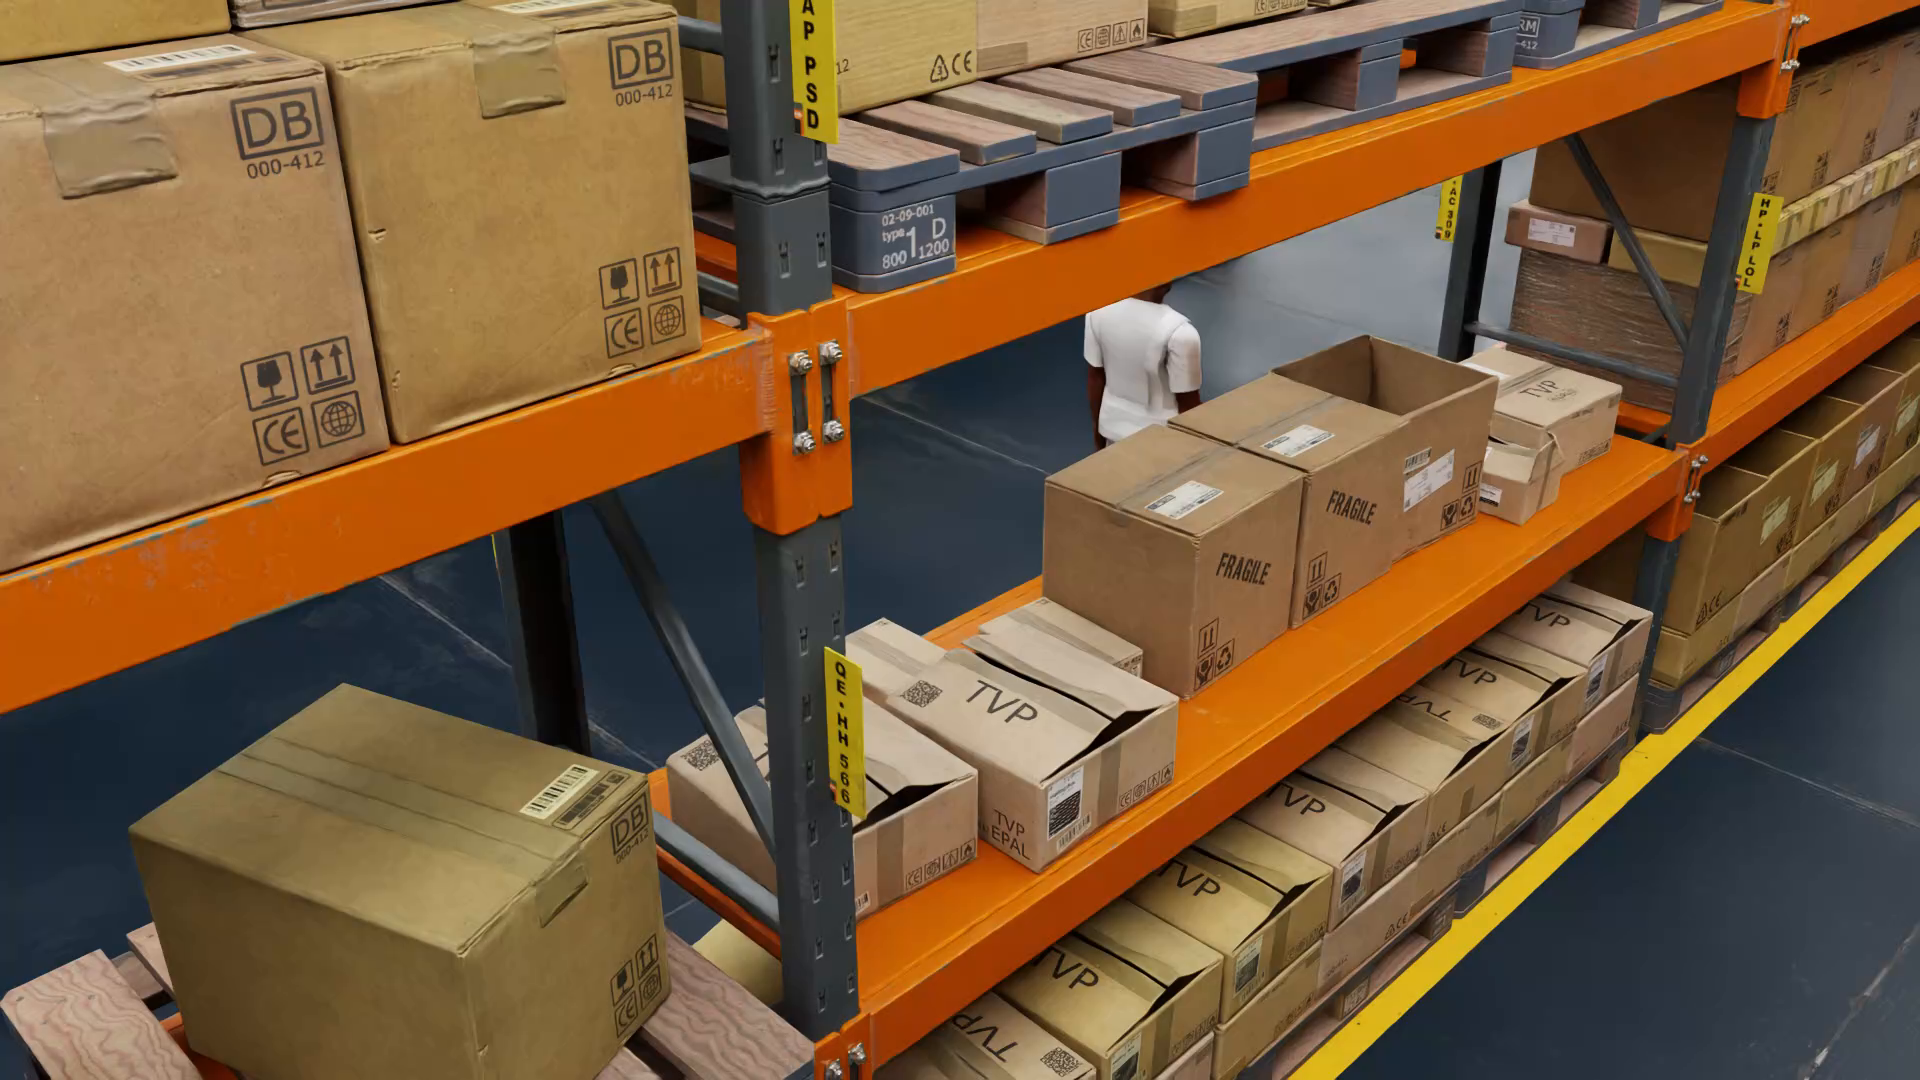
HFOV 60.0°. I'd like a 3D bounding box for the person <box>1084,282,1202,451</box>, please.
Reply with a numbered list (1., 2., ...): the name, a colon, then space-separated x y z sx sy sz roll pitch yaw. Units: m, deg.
1. person: 0.782 -0.405 6.944 0.450 1.834 0.571 -25 36 -38
